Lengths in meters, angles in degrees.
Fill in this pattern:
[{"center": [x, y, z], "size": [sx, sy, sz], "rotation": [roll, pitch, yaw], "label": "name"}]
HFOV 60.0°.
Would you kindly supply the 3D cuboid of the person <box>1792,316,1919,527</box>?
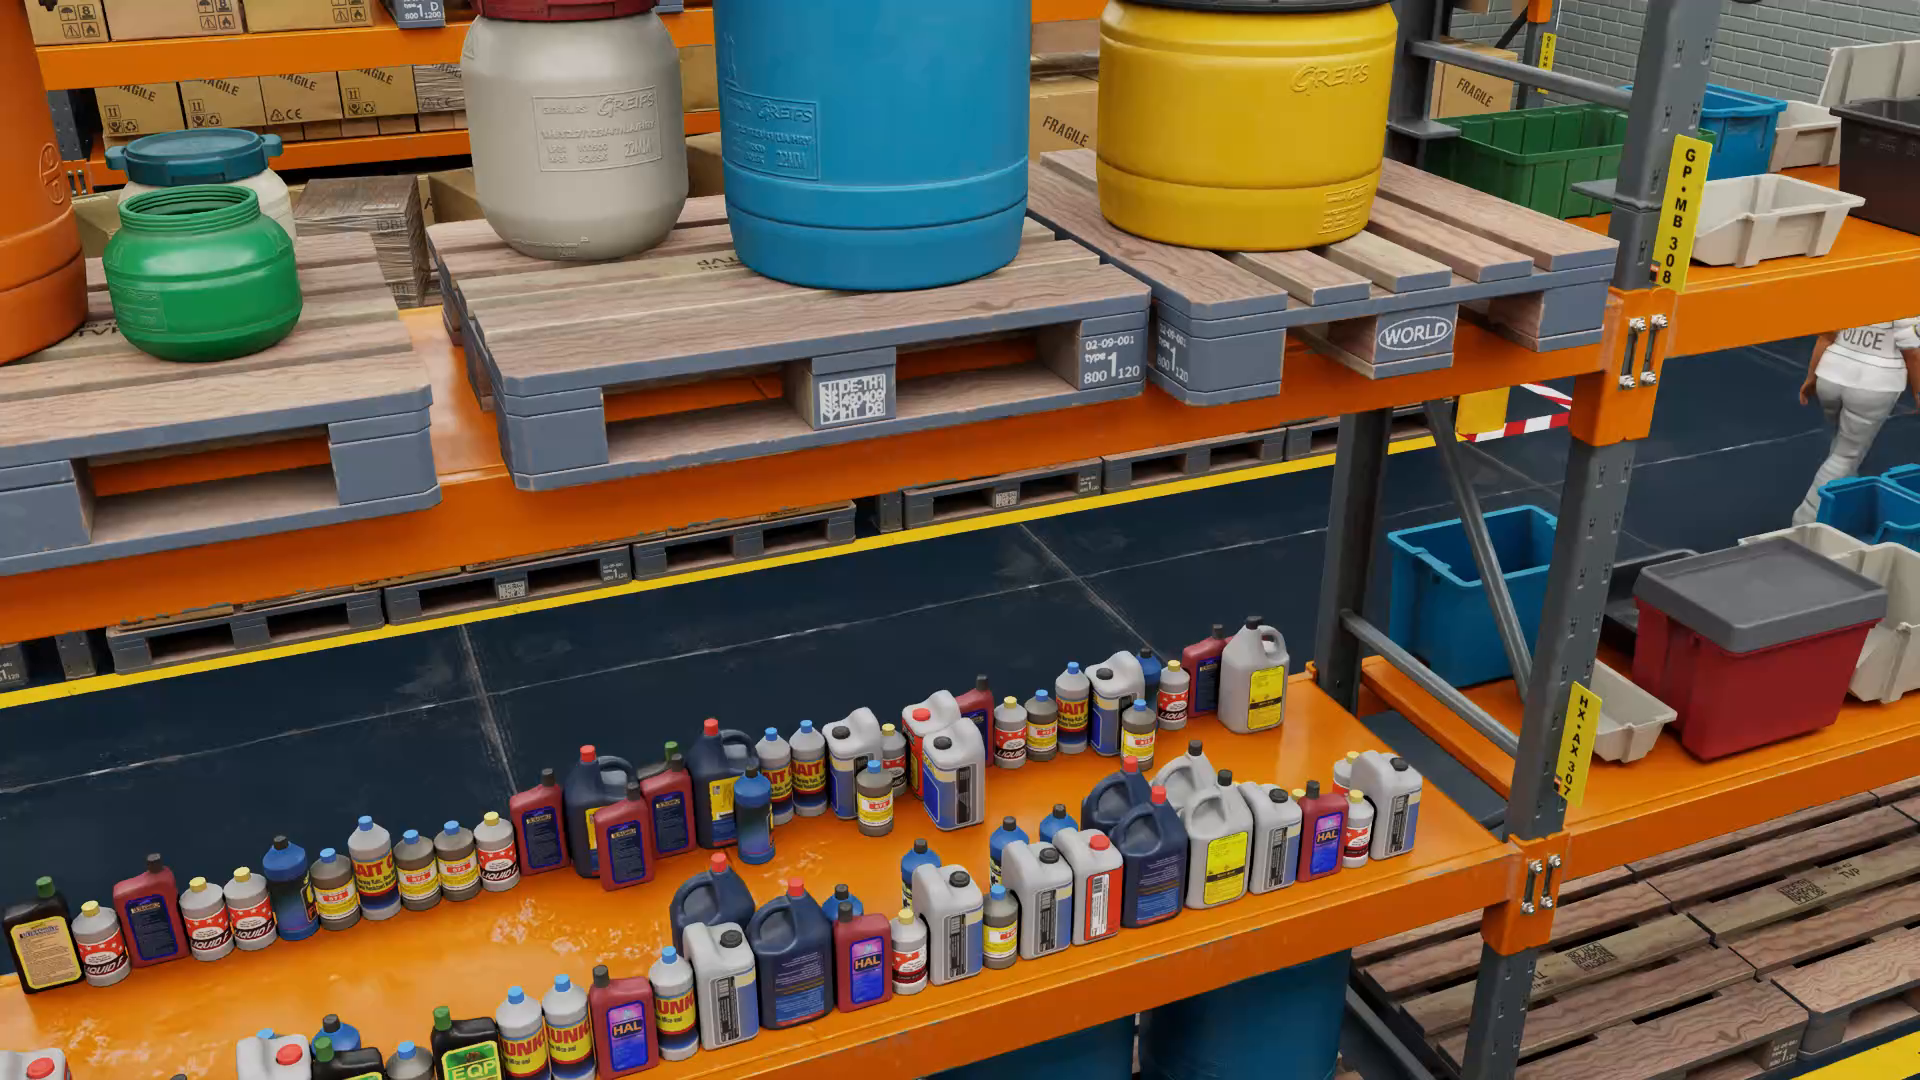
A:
[{"center": [4.796, -0.812, 8.753], "size": [0.840, 1.648, 0.502], "rotation": [-10, 28, -20], "label": "person"}]
